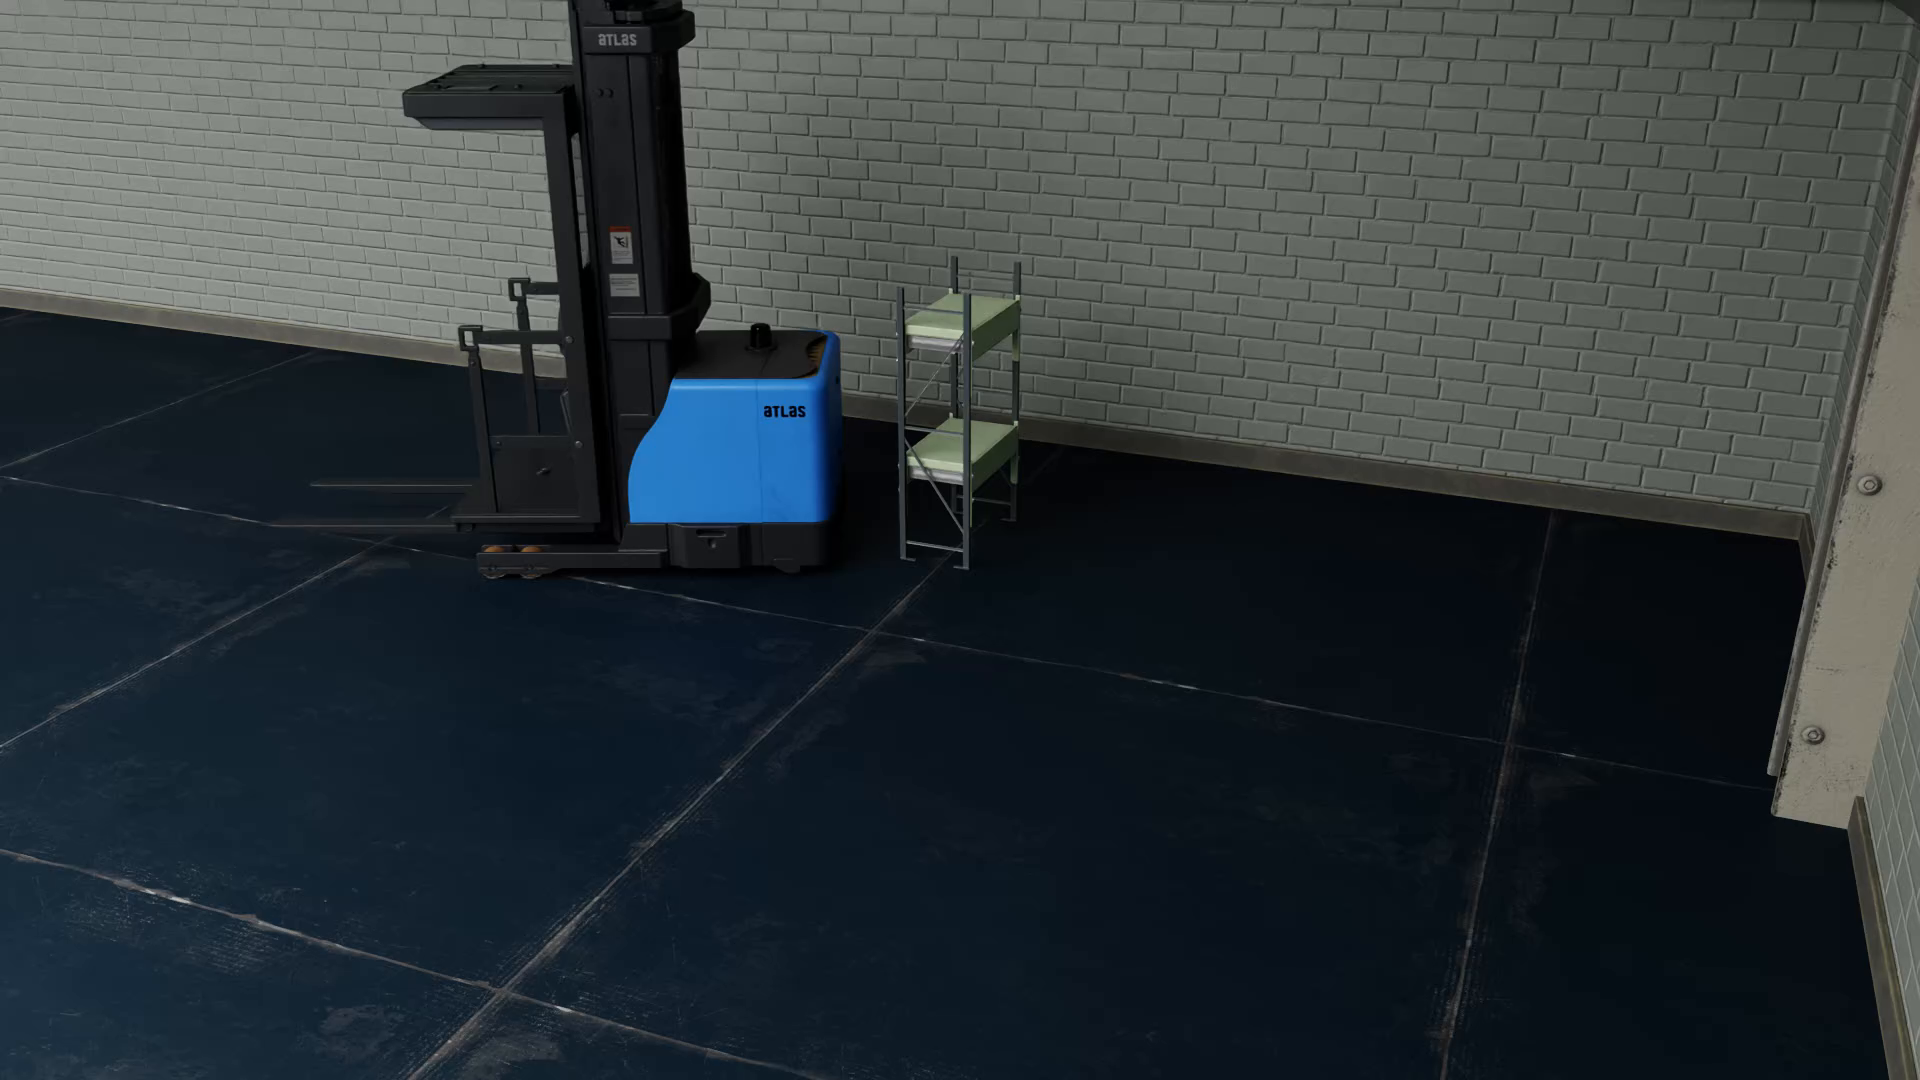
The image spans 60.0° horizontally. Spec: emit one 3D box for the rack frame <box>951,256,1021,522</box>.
[{"bbox_3d":[0.138,-0.825,9.280,0.400,1.500,0.023,9,24,20],"label":"rack frame"}]

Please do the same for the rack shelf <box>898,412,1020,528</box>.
[{"bbox_3d":[0.002,-0.394,9.092,0.431,0.370,0.720,9,24,20],"label":"rack shelf"}]

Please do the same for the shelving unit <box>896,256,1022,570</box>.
[{"bbox_3d":[0.002,-0.694,8.967,0.431,1.500,0.755,9,24,20],"label":"shelving unit"}]

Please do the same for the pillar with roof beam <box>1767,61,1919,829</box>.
[{"bbox_3d":[-0.546,-3.721,6.483,9.100,9.000,0.400,9,24,20],"label":"pillar with roof beam"}]

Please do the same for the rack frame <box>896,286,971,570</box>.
[{"bbox_3d":[-0.133,-0.563,8.653,0.400,1.500,0.023,9,24,20],"label":"rack frame"}]

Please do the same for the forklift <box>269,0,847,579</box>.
[{"bbox_3d":[-2.170,-1.353,8.685,3.031,2.935,1.130,0,23,0],"label":"forklift"}]

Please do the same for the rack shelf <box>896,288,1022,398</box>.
[{"bbox_3d":[0.002,-1.055,8.816,0.431,0.370,0.720,9,24,20],"label":"rack shelf"}]
